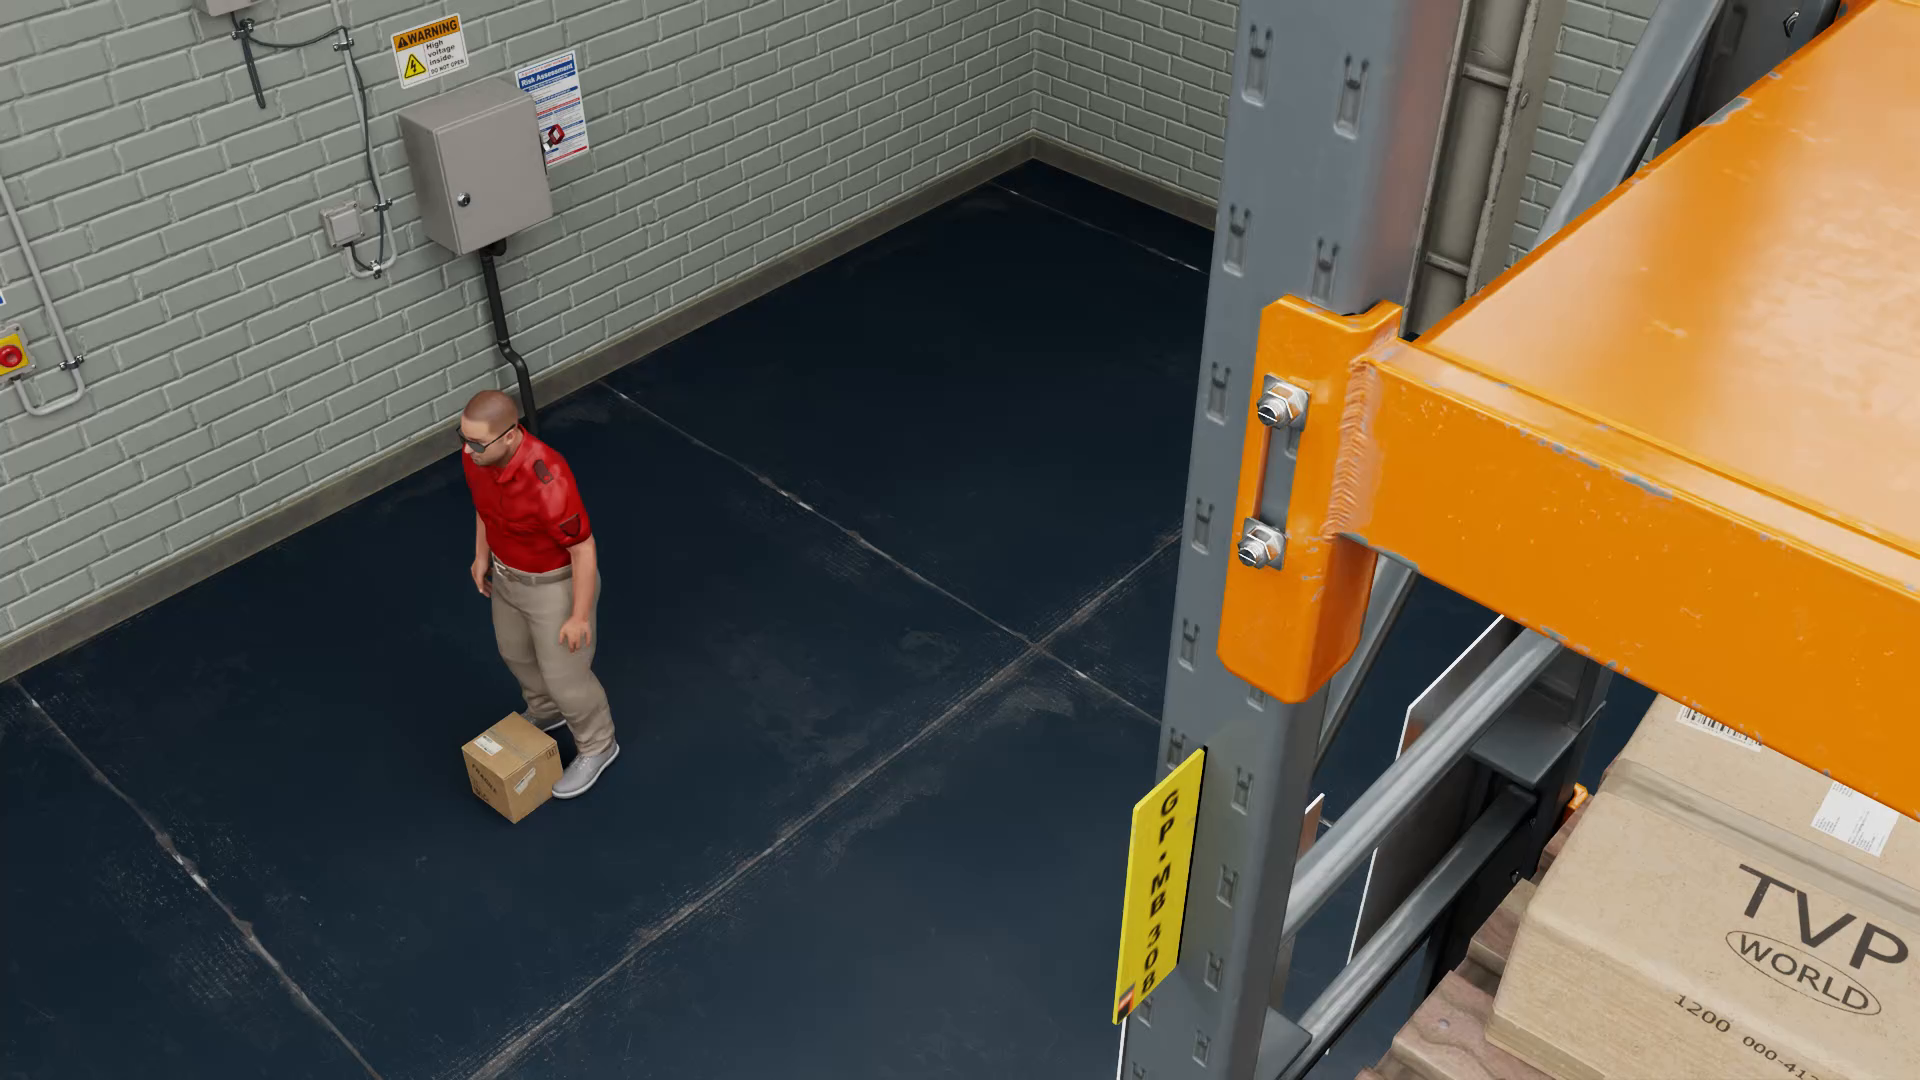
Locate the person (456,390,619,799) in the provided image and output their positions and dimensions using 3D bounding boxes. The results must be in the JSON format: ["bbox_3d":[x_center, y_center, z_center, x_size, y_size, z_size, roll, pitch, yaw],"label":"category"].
[{"bbox_3d":[-1.519,0.165,5.962,0.603,1.728,0.393,28,47,30],"label":"person"}]
